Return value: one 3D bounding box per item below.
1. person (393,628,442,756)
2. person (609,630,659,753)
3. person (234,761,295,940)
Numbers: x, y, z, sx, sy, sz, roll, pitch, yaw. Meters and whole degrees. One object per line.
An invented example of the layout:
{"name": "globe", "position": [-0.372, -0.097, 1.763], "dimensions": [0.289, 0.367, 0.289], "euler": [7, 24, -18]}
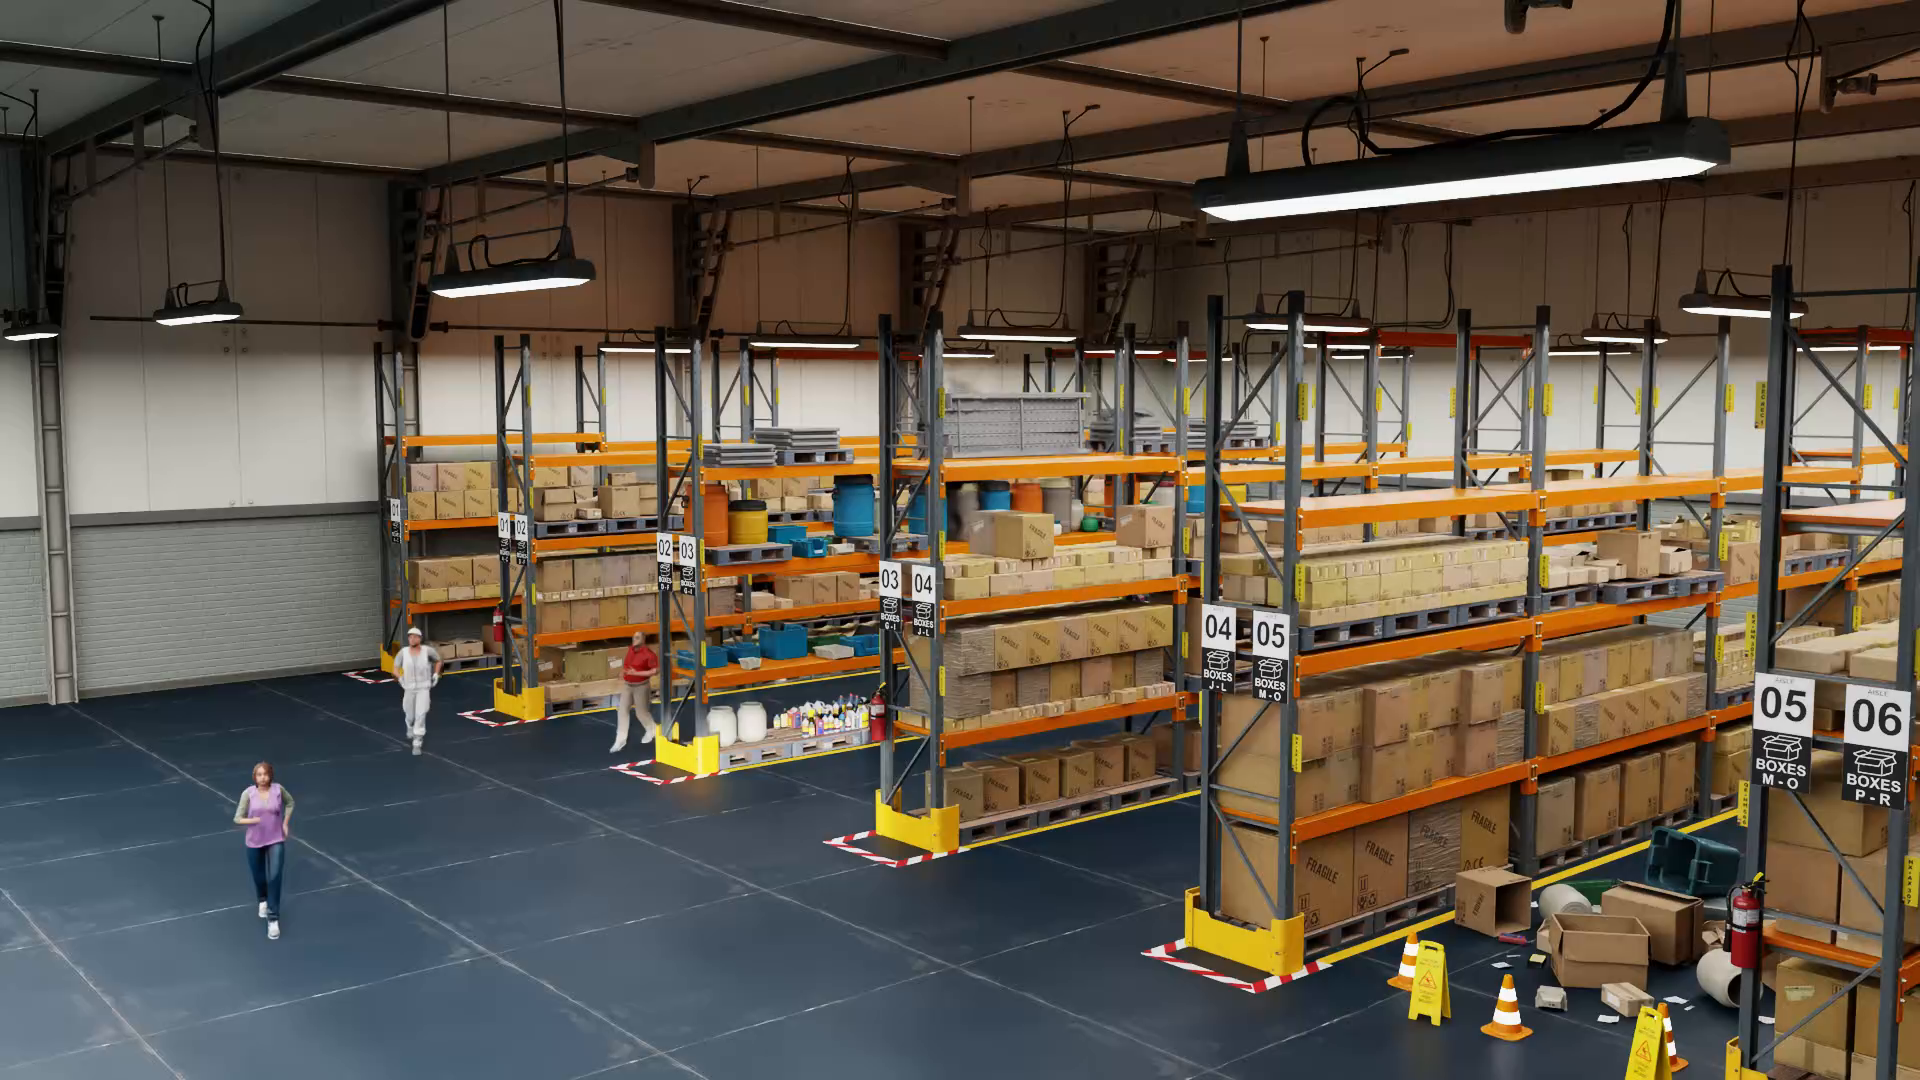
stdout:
{"name": "person", "position": [-7.748, 2.130, 23.766], "dimensions": [0.664, 1.783, 0.885], "euler": [-1, 5, -12]}
{"name": "person", "position": [-4.581, 2.162, 23.850], "dimensions": [0.670, 1.757, 0.846], "euler": [3, 6, 30]}
{"name": "person", "position": [-6.607, 2.912, 15.826], "dimensions": [0.533, 1.597, 0.799], "euler": [-2, 6, -21]}
